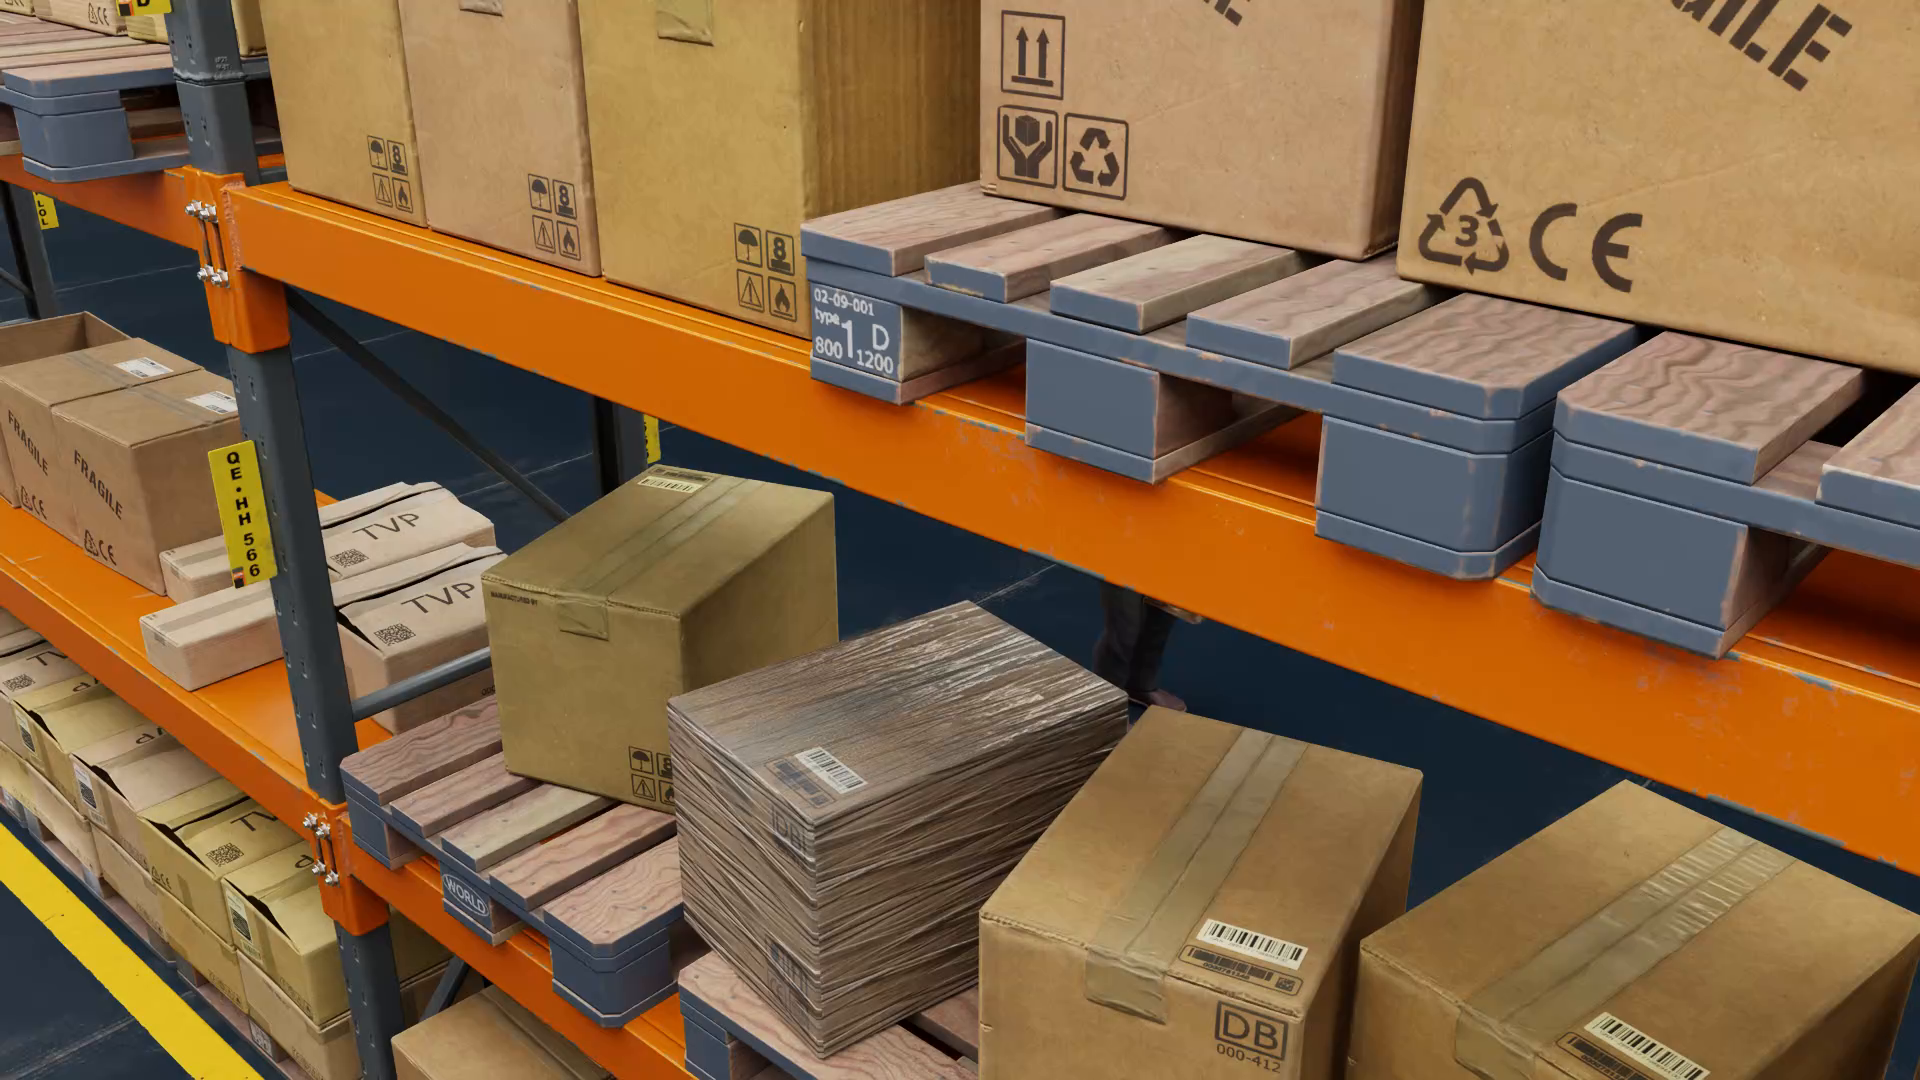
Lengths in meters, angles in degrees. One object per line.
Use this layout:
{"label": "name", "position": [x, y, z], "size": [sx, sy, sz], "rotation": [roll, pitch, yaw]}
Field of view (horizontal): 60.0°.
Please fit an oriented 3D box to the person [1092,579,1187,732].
{"label": "person", "position": [0.741, -0.016, 6.635], "size": [0.378, 1.662, 0.484], "rotation": [19, 31, 37]}
